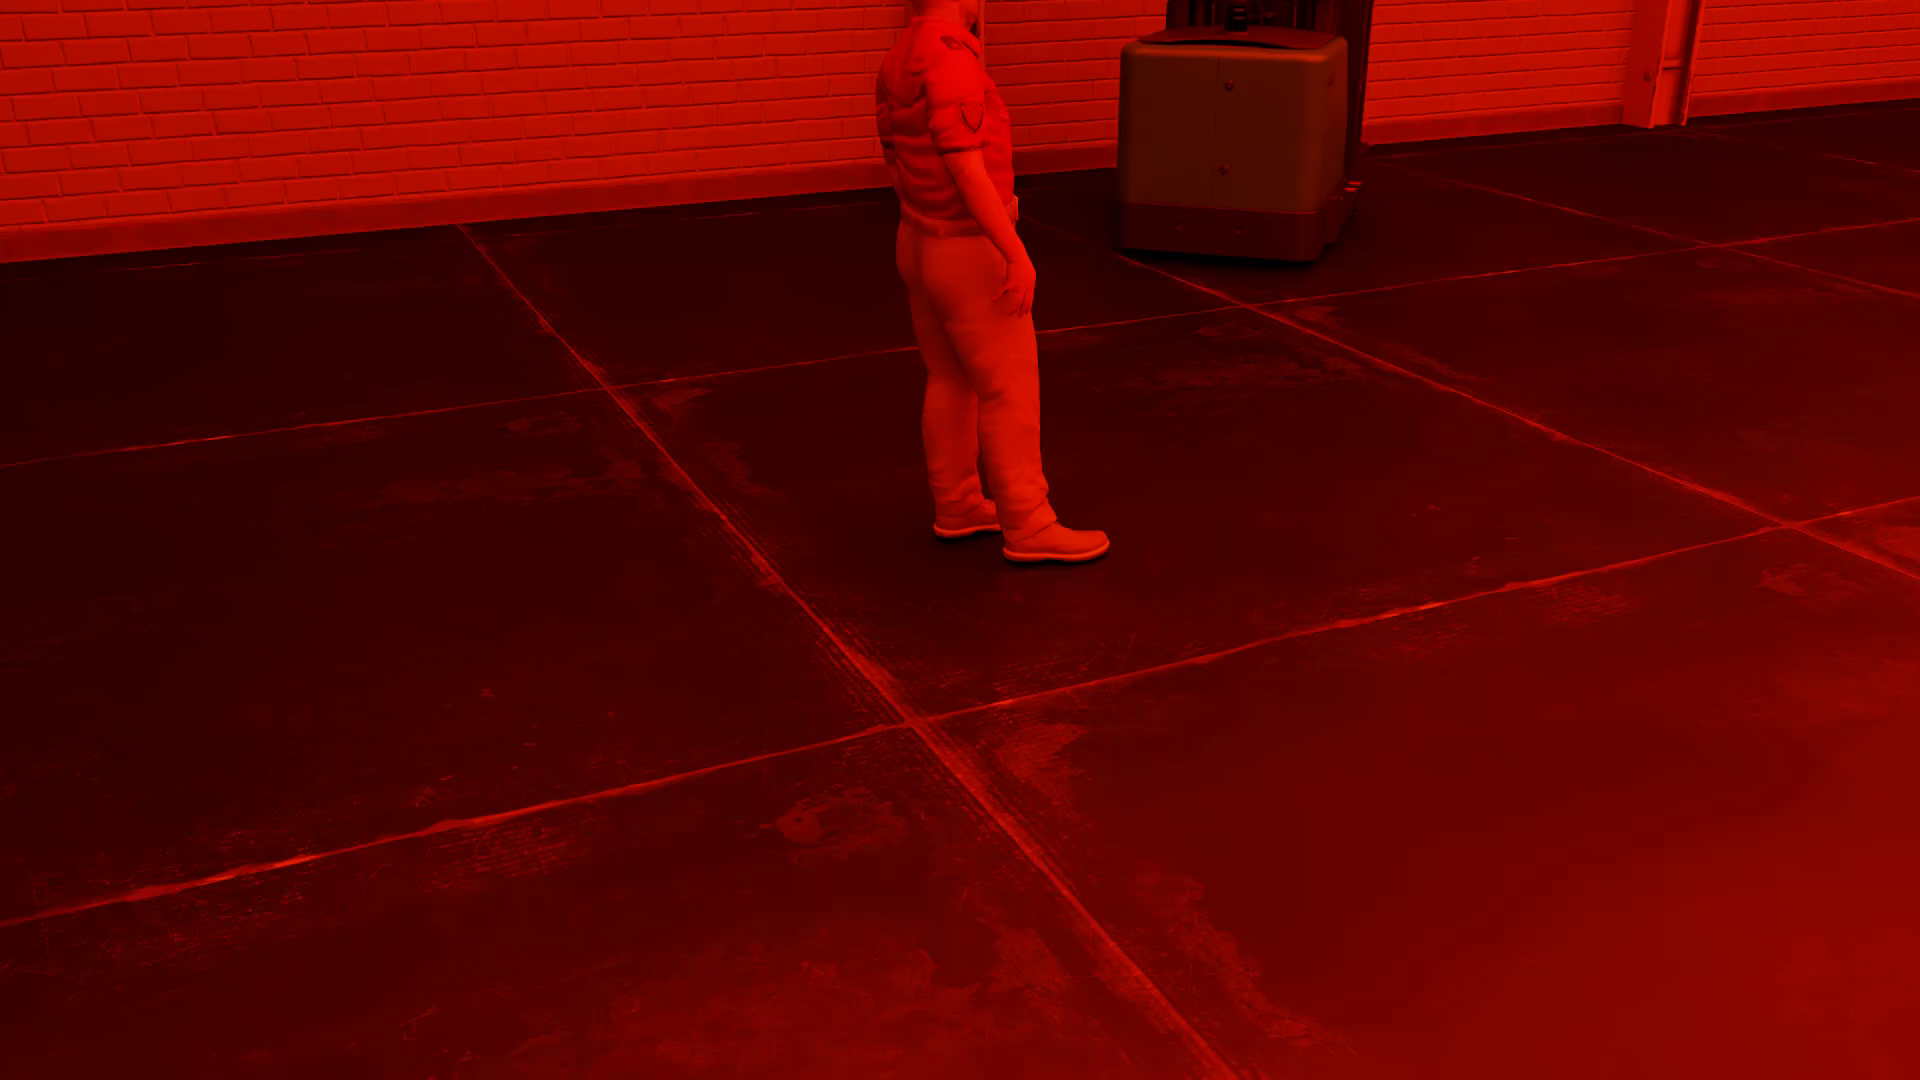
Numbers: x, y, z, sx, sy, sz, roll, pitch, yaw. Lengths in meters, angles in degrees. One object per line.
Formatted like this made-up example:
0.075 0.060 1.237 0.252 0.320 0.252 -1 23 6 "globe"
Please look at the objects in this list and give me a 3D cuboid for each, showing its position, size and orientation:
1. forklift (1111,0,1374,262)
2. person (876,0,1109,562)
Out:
1.753 -3.272 9.163 1.130 2.935 3.031 8 24 18 "forklift"
0.086 -0.815 4.797 0.551 1.727 0.640 -10 25 -23 "person"
